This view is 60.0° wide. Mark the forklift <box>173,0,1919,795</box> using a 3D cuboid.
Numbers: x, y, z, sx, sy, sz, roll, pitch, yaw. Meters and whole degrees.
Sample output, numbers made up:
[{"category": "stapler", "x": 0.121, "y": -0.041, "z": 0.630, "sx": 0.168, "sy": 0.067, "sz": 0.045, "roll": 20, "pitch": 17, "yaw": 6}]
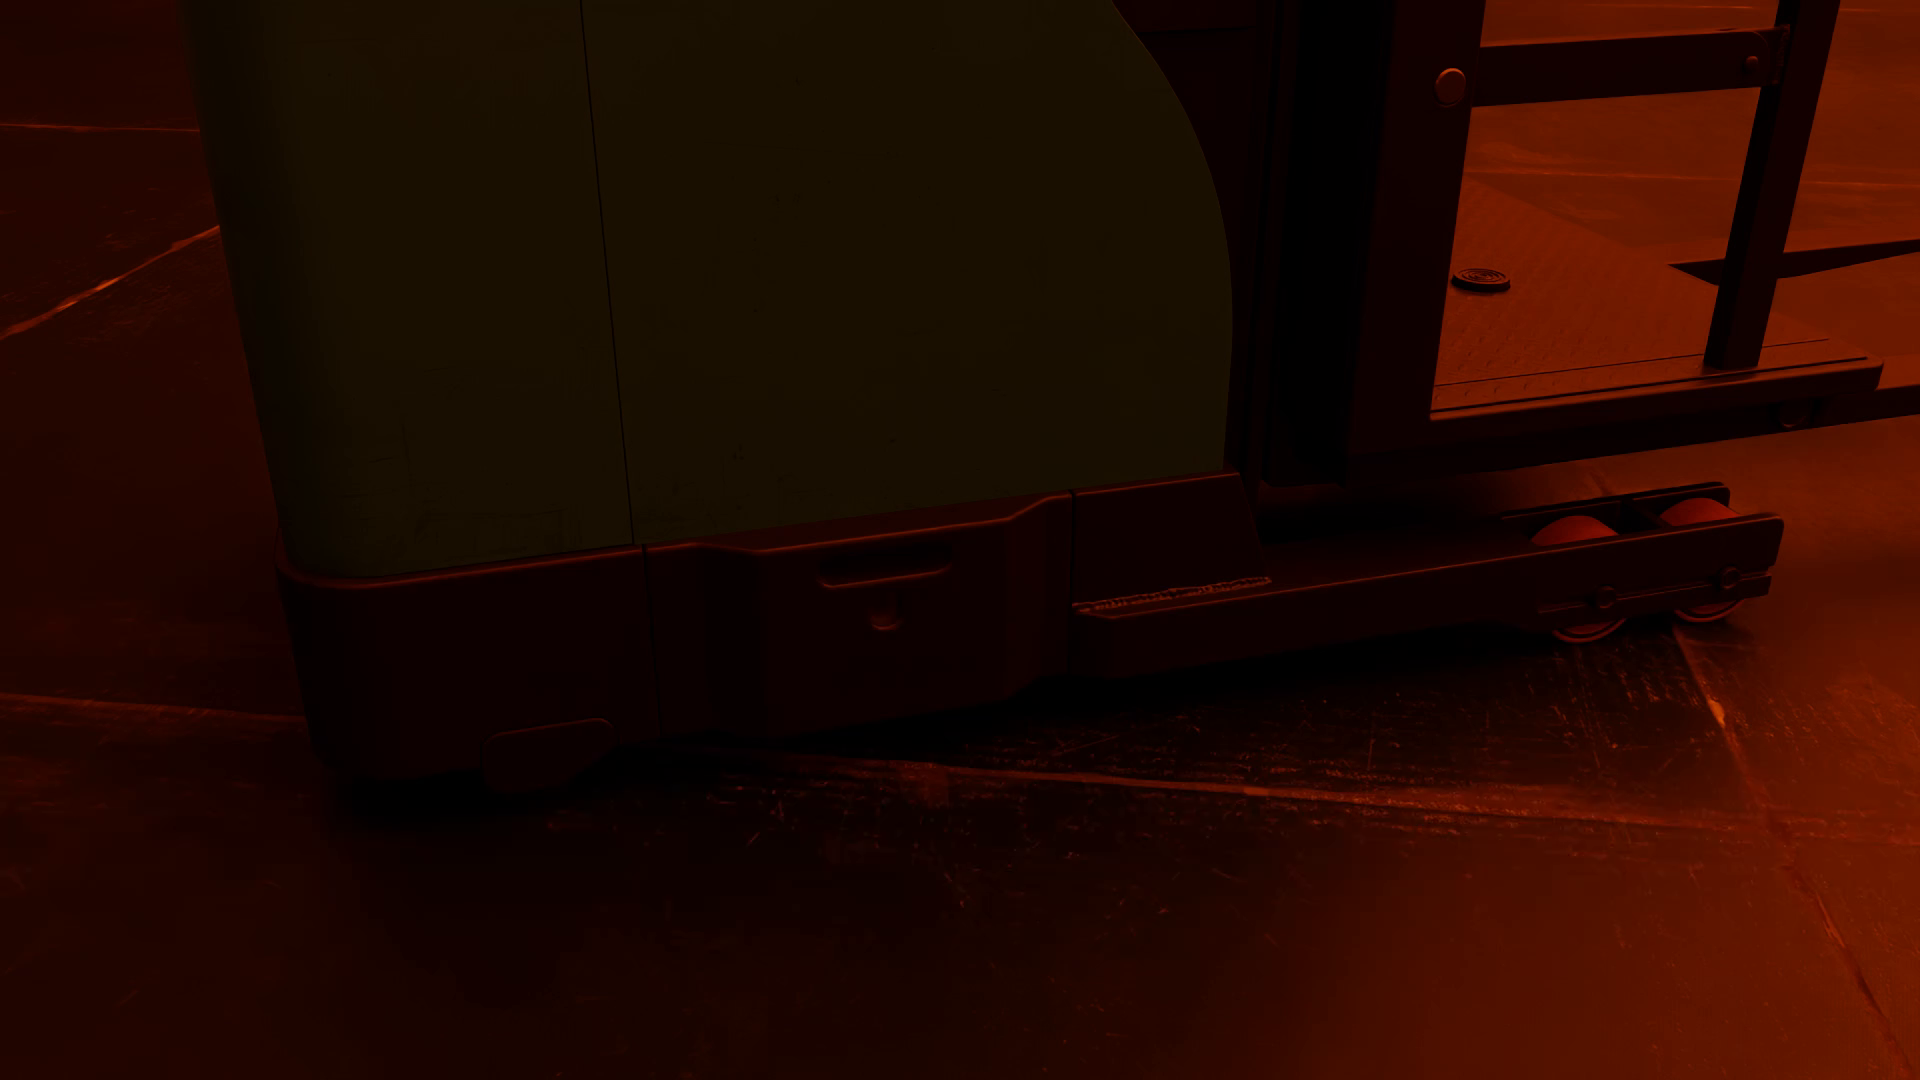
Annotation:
[{"category": "forklift", "x": 0.598, "y": -1.392, "z": 2.007, "sx": 3.031, "sy": 2.935, "sz": 1.130, "roll": -8, "pitch": 28, "yaw": -15}]
